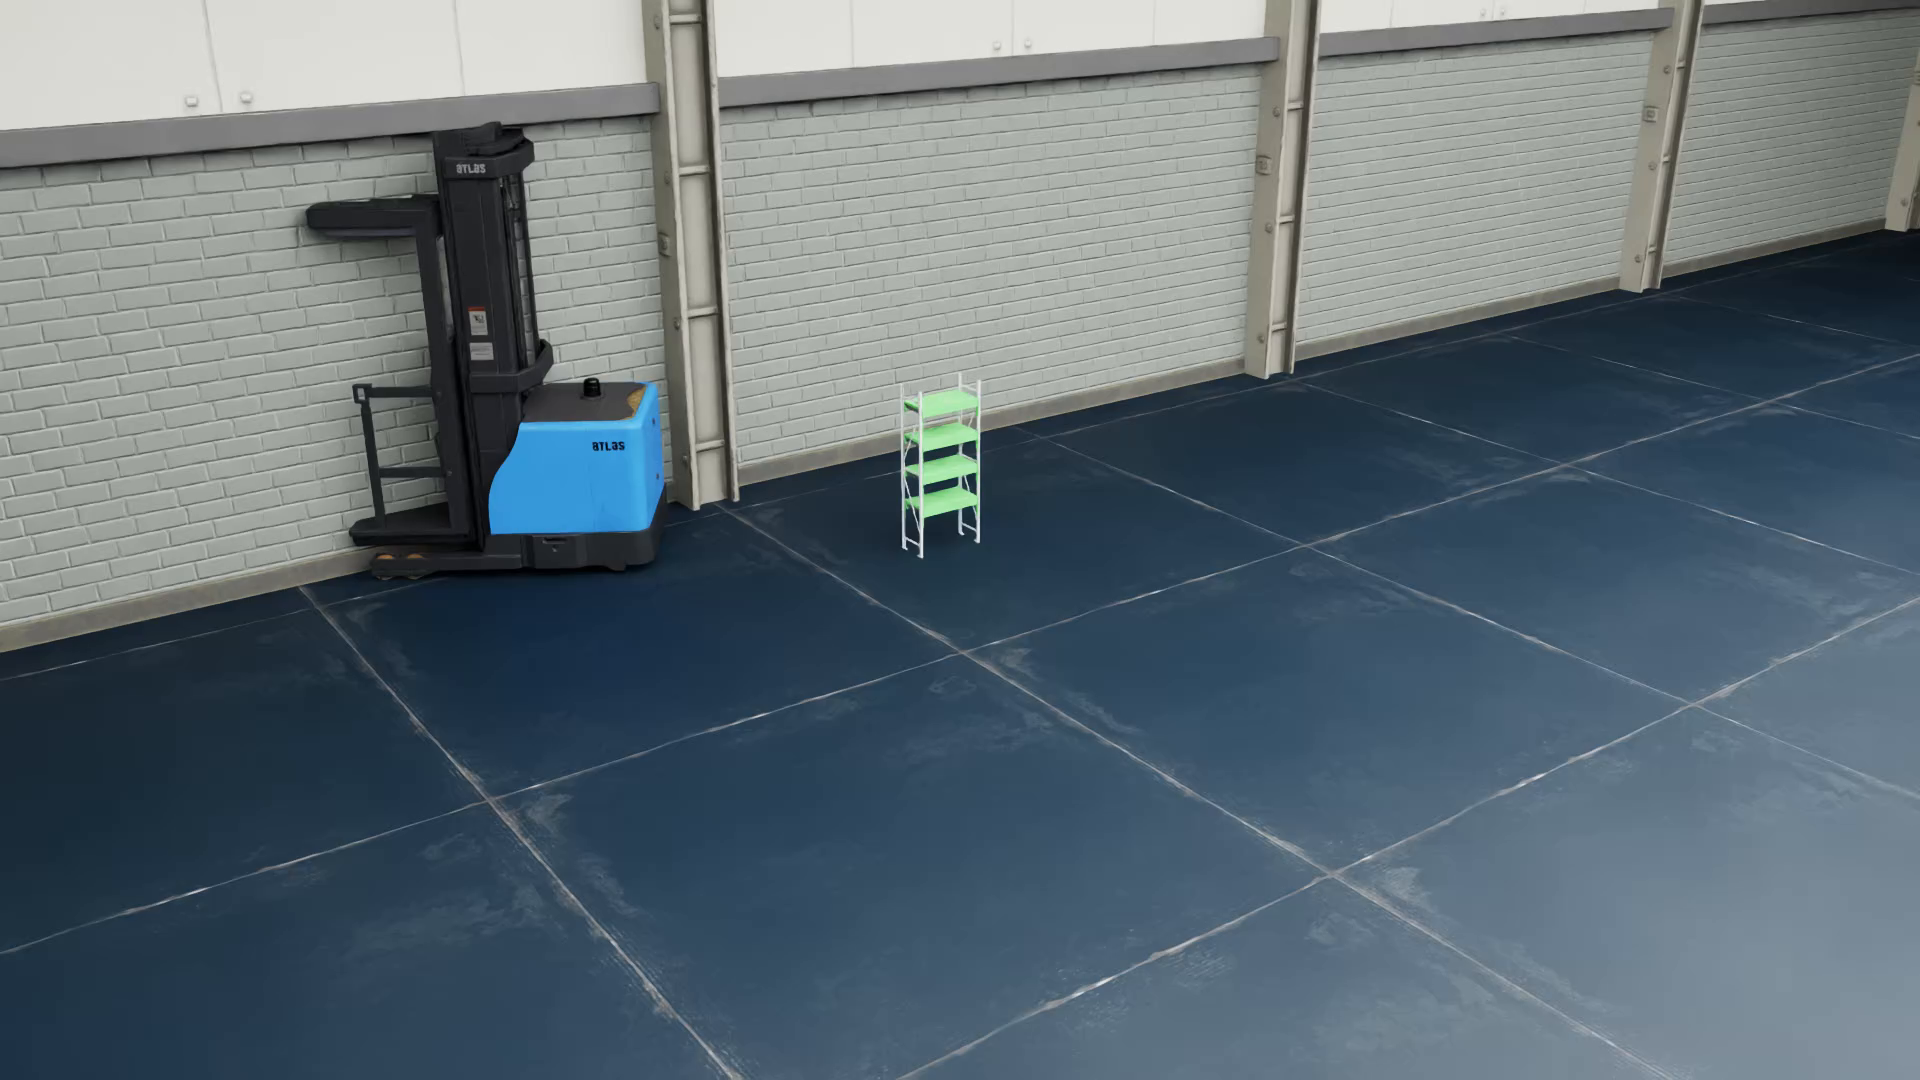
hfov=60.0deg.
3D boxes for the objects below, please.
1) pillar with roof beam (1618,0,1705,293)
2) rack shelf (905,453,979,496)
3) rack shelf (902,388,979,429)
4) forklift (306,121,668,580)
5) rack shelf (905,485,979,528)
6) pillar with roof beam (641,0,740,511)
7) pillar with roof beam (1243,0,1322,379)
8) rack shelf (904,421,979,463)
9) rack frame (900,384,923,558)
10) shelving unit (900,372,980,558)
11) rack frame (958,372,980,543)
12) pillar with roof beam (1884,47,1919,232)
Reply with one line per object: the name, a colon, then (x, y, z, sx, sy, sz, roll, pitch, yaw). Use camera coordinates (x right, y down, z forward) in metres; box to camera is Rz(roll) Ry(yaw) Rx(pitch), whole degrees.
pillar with roof beam: (10.331, -5.789, 14.261, 0.400, 9.000, 9.100, -15, 26, -33)
rack shelf: (-0.134, -0.462, 11.608, 0.480, 0.148, 0.258, -15, 26, -33)
rack shelf: (-0.134, -0.908, 11.430, 0.480, 0.148, 0.258, -15, 26, -33)
forklift: (-3.626, -1.294, 11.184, 3.031, 2.935, 1.130, -1, 22, -3)
rack shelf: (-0.134, -0.239, 11.697, 0.480, 0.148, 0.258, -15, 26, -33)
pillar with roof beam: (0.590, -3.191, 7.752, 0.400, 9.000, 9.100, -15, 26, -33)
pillar with roof beam: (5.461, -4.490, 11.007, 0.400, 9.000, 9.100, -15, 26, -33)
rack shelf: (-0.134, -0.685, 11.519, 0.480, 0.148, 0.258, -15, 26, -33)
rack frame: (-0.332, -0.469, 11.452, 0.015, 1.200, 0.240, -15, 26, -33)
shelving unit: (-0.134, -0.521, 11.584, 0.503, 1.200, 0.258, -15, 26, -33)
rack frame: (0.064, -0.574, 11.717, 0.015, 1.200, 0.240, -15, 26, -33)
pillar with roof beam: (15.202, -7.088, 17.516, 0.400, 9.000, 9.100, -15, 26, -33)
